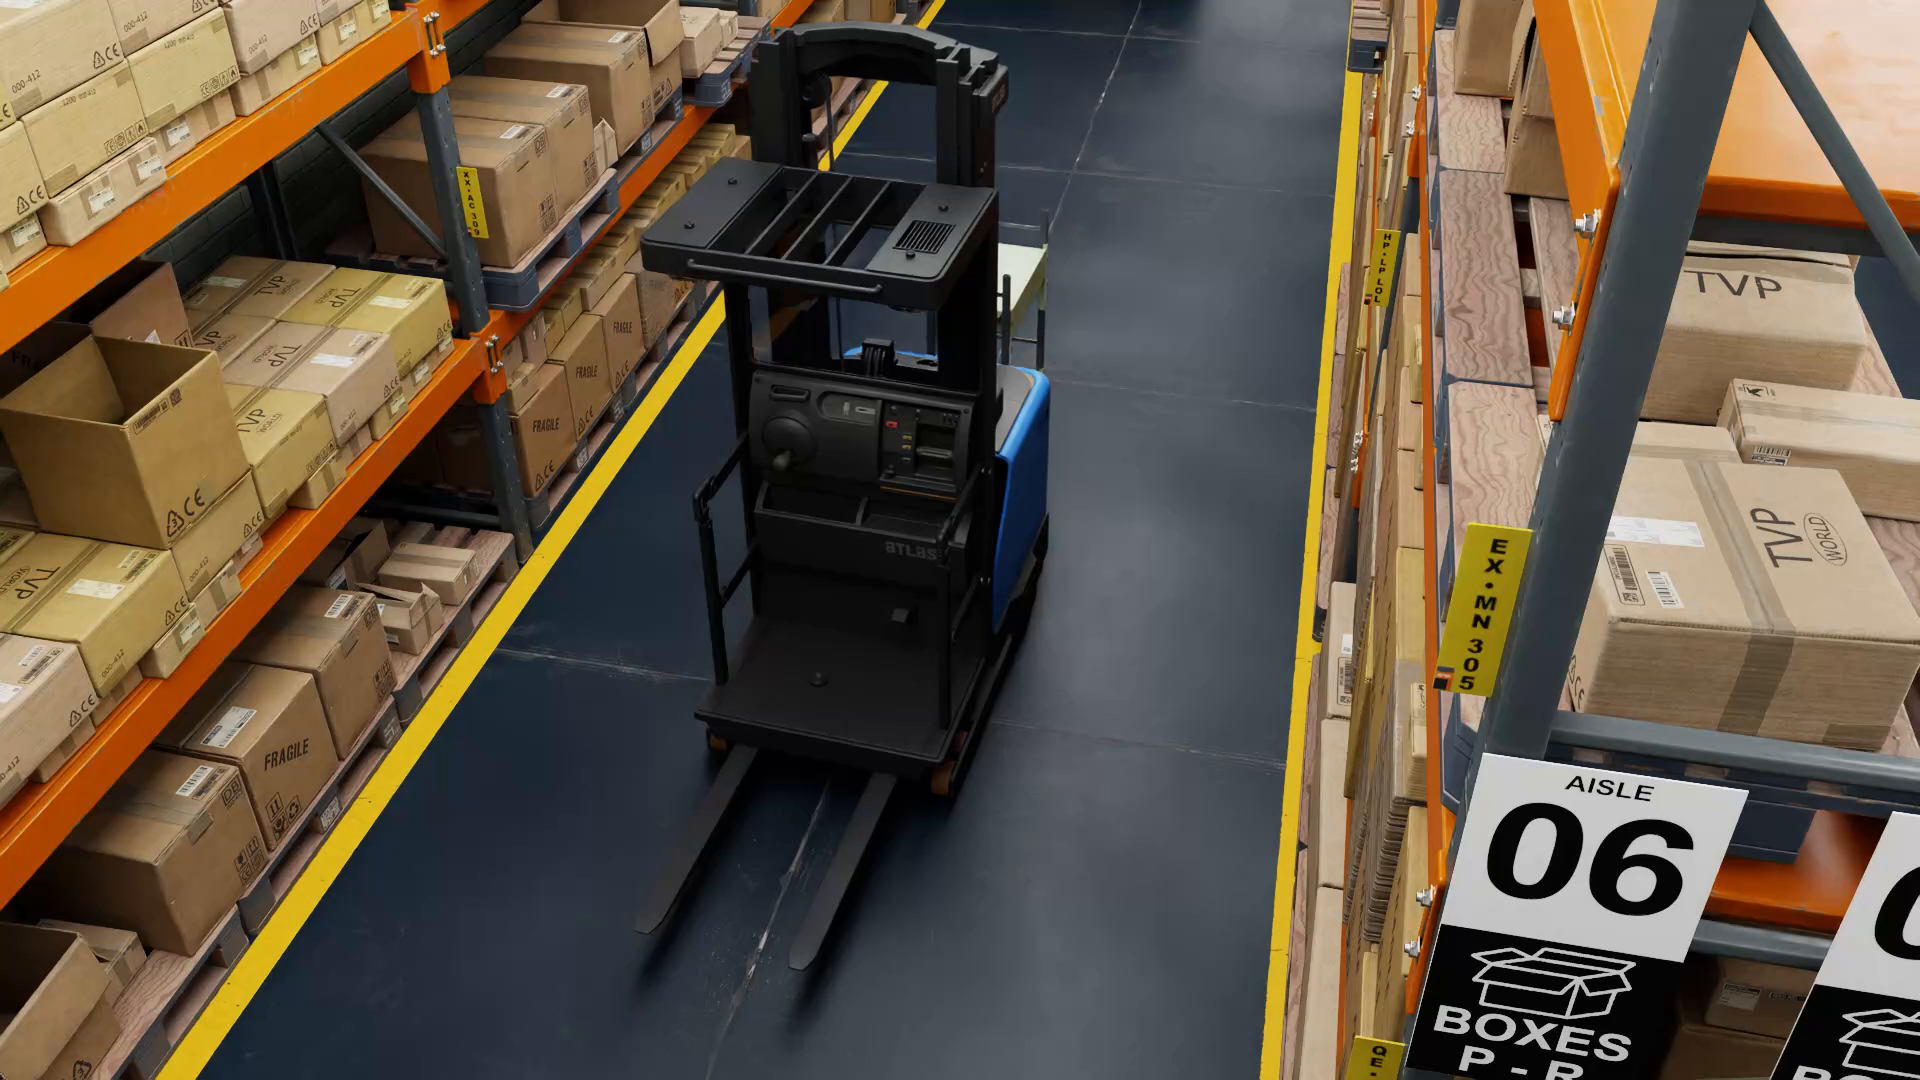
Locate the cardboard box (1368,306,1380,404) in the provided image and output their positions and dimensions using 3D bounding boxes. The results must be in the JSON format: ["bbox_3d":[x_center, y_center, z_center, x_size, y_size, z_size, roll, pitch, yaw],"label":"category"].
[{"bbox_3d":[2.037,-0.792,7.184,0.500,0.250,0.500,6,36,9],"label":"cardboard box"}]

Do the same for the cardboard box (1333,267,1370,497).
[{"bbox_3d":[2.427,-0.758,8.462,0.875,0.875,0.875,8,37,11],"label":"cardboard box"}]

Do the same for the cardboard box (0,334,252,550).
[{"bbox_3d":[-2.836,-0.340,5.669,0.500,0.500,0.500,8,37,11],"label":"cardboard box"}]

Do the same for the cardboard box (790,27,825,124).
[{"bbox_3d":[-1.529,-3.417,12.344,0.875,0.625,0.625,8,37,11],"label":"cardboard box"}]

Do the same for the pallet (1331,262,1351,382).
[{"bbox_3d":[2.800,-1.285,10.113,1.003,0.211,1.213,7,37,10],"label":"pallet"}]

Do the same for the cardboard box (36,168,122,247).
[{"bbox_3d":[-2.799,-1.024,5.034,0.380,0.149,0.250,7,37,10],"label":"cardboard box"}]

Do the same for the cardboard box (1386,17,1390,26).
[{"bbox_3d":[2.869,-3.305,10.381,0.380,0.149,0.250,8,37,11],"label":"cardboard box"}]

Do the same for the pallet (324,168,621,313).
[{"bbox_3d":[-2.385,-1.550,8.267,1.003,0.211,1.213,7,37,10],"label":"pallet"}]

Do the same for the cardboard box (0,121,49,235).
[{"bbox_3d":[-2.945,-0.971,4.622,0.500,0.250,0.500,6,36,9],"label":"cardboard box"}]

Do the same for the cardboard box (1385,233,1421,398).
[{"bbox_3d":[1.849,-0.766,6.084,0.500,0.500,0.500,8,37,10],"label":"cardboard box"}]

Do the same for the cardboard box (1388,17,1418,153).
[{"bbox_3d":[2.365,-2.181,8.036,0.500,0.500,0.500,8,37,11],"label":"cardboard box"}]

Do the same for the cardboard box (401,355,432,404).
[{"bbox_3d":[-2.518,-0.715,7.165,0.380,0.149,0.250,8,37,11],"label":"cardboard box"}]

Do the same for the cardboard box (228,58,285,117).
[{"bbox_3d":[-2.628,-1.620,5.858,0.380,0.149,0.250,7,37,10],"label":"cardboard box"}]

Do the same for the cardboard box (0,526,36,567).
[{"bbox_3d":[-3.456,0.174,5.598,0.500,0.250,0.500,8,37,11],"label":"cardboard box"}]

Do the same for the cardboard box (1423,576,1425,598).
[{"bbox_3d":[1.433,0.052,4.402,0.380,0.149,0.250,8,37,11],"label":"cardboard box"}]

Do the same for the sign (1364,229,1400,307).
[{"bbox_3d":[1.656,-1.063,6.511,0.100,0.325,0.005,7,37,10],"label":"sign"}]

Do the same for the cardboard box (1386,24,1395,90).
[{"bbox_3d":[2.693,-2.739,9.445,0.500,0.250,0.500,7,37,10],"label":"cardboard box"}]

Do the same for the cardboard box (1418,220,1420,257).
[{"bbox_3d":[1.867,-1.123,6.024,0.380,0.149,0.250,7,36,9],"label":"cardboard box"}]

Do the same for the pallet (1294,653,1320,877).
[{"bbox_3d":[1.949,0.992,6.972,1.003,0.211,1.213,7,37,10],"label":"pallet"}]

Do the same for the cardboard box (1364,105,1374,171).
[{"bbox_3d":[3.322,-2.710,11.584,0.950,0.372,0.625,7,36,9],"label":"cardboard box"}]

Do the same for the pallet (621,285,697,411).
[{"bbox_3d":[-2.267,-1.227,10.033,1.003,0.211,1.213,7,37,10],"label":"pallet"}]

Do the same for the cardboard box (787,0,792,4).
[{"bbox_3d":[-1.362,-3.928,11.511,0.500,0.250,0.500,7,36,9],"label":"cardboard box"}]

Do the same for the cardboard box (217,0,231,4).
[{"bbox_3d":[-2.635,-2.049,5.683,0.500,0.250,0.500,7,36,9],"label":"cardboard box"}]

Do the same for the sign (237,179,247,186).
[{"bbox_3d":[-3.205,-1.720,7.351,0.100,0.325,0.005,7,37,10],"label":"sign"}]

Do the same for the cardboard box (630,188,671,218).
[{"bbox_3d":[-1.947,-1.988,9.926,0.380,0.149,0.250,7,36,9],"label":"cardboard box"}]

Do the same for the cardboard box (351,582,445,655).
[{"bbox_3d":[-2.570,0.314,7.502,0.396,0.266,0.258,9,37,12],"label":"cardboard box"}]

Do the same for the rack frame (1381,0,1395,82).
[{"bbox_3d":[3.042,-2.857,9.906,1.000,3.000,0.127,7,37,10],"label":"rack frame"}]

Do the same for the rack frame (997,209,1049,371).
[{"bbox_3d":[0.244,-1.052,8.694,0.400,1.500,0.023,10,37,13],"label":"rack frame"}]

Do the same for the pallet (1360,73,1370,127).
[{"bbox_3d":[3.732,-3.574,13.272,1.003,0.211,1.213,7,37,10],"label":"pallet"}]

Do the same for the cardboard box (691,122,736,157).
[{"bbox_3d":[-1.666,-2.583,10.747,0.380,0.149,0.250,6,36,8],"label":"cardboard box"}]

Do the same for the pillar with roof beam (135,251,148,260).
[{"bbox_3d":[0.514,-2.787,4.697,9.100,9.000,0.400,7,37,10],"label":"pillar with roof beam"}]

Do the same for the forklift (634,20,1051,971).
[{"bbox_3d":[-0.463,-0.360,6.519,1.130,2.935,3.031,10,37,13],"label":"forklift"}]

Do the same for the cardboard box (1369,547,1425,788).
[{"bbox_3d":[1.396,0.392,4.487,0.500,0.500,0.500,7,37,10],"label":"cardboard box"}]

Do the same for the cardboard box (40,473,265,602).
[{"bbox_3d":[-2.855,-0.052,5.911,0.500,0.250,0.500,6,36,9],"label":"cardboard box"}]

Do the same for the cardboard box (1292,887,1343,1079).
[{"bbox_3d":[1.564,1.680,5.471,0.875,0.438,0.875,8,37,11],"label":"cardboard box"}]

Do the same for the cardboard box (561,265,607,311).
[{"bbox_3d":[-2.163,-1.391,9.103,0.380,0.149,0.250,7,37,10],"label":"cardboard box"}]

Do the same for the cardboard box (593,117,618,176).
[{"bbox_3d":[-1.991,-2.048,8.546,0.396,0.266,0.258,9,37,12],"label":"cardboard box"}]

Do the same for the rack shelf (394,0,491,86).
[{"bbox_3d":[-2.235,-3.253,8.510,1.077,0.370,4.000,7,37,10],"label":"rack shelf"}]

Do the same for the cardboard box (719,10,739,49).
[{"bbox_3d":[-1.573,-3.120,10.126,0.380,0.149,0.250,8,37,11],"label":"cardboard box"}]

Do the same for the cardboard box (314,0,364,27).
[{"bbox_3d":[-2.521,-2.150,6.249,0.500,0.250,0.500,7,37,10],"label":"cardboard box"}]

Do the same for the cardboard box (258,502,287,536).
[{"bbox_3d":[-2.824,-0.133,6.361,0.380,0.149,0.250,8,37,11],"label":"cardboard box"}]

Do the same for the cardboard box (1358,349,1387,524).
[{"bbox_3d":[1.832,-0.368,6.386,0.500,0.500,0.500,8,37,11],"label":"cardboard box"}]

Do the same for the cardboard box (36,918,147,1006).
[{"bbox_3d":[-3.165,1.516,5.943,0.380,0.149,0.250,6,36,8],"label":"cardboard box"}]

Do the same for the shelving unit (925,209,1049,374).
[{"bbox_3d":[0.142,-0.846,8.409,0.431,1.500,0.755,10,37,13],"label":"shelving unit"}]

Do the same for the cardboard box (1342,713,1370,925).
[{"bbox_3d":[1.400,0.797,4.779,0.500,0.500,0.500,8,37,11],"label":"cardboard box"}]

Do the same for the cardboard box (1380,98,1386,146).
[{"bbox_3d":[2.599,-2.250,9.197,0.500,0.250,0.500,6,36,9],"label":"cardboard box"}]

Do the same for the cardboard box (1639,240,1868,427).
[{"bbox_3d":[1.702,-0.511,3.746,0.500,0.311,0.500,8,37,11],"label":"cardboard box"}]

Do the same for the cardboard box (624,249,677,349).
[{"bbox_3d":[-2.007,-1.479,9.777,0.500,0.500,0.500,6,36,8],"label":"cardboard box"}]

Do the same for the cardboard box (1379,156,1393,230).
[{"bbox_3d":[2.249,-1.574,7.837,0.500,0.250,0.500,8,37,11],"label":"cardboard box"}]

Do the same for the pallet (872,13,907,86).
[{"bbox_3d":[-1.073,-4.214,14.154,1.003,0.211,1.213,7,37,10],"label":"pallet"}]

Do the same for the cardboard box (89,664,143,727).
[{"bbox_3d":[-2.982,0.460,5.543,0.380,0.149,0.250,8,37,11],"label":"cardboard box"}]

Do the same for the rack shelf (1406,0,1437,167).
[{"bbox_3d":[2.615,-2.633,7.655,1.077,0.370,4.000,7,37,10],"label":"rack shelf"}]

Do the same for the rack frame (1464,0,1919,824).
[{"bbox_3d":[1.333,-0.699,1.817,1.000,3.000,0.127,7,37,10],"label":"rack frame"}]

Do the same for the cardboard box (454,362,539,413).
[{"bbox_3d":[-2.326,-0.776,8.255,0.380,0.149,0.250,9,37,12],"label":"cardboard box"}]
